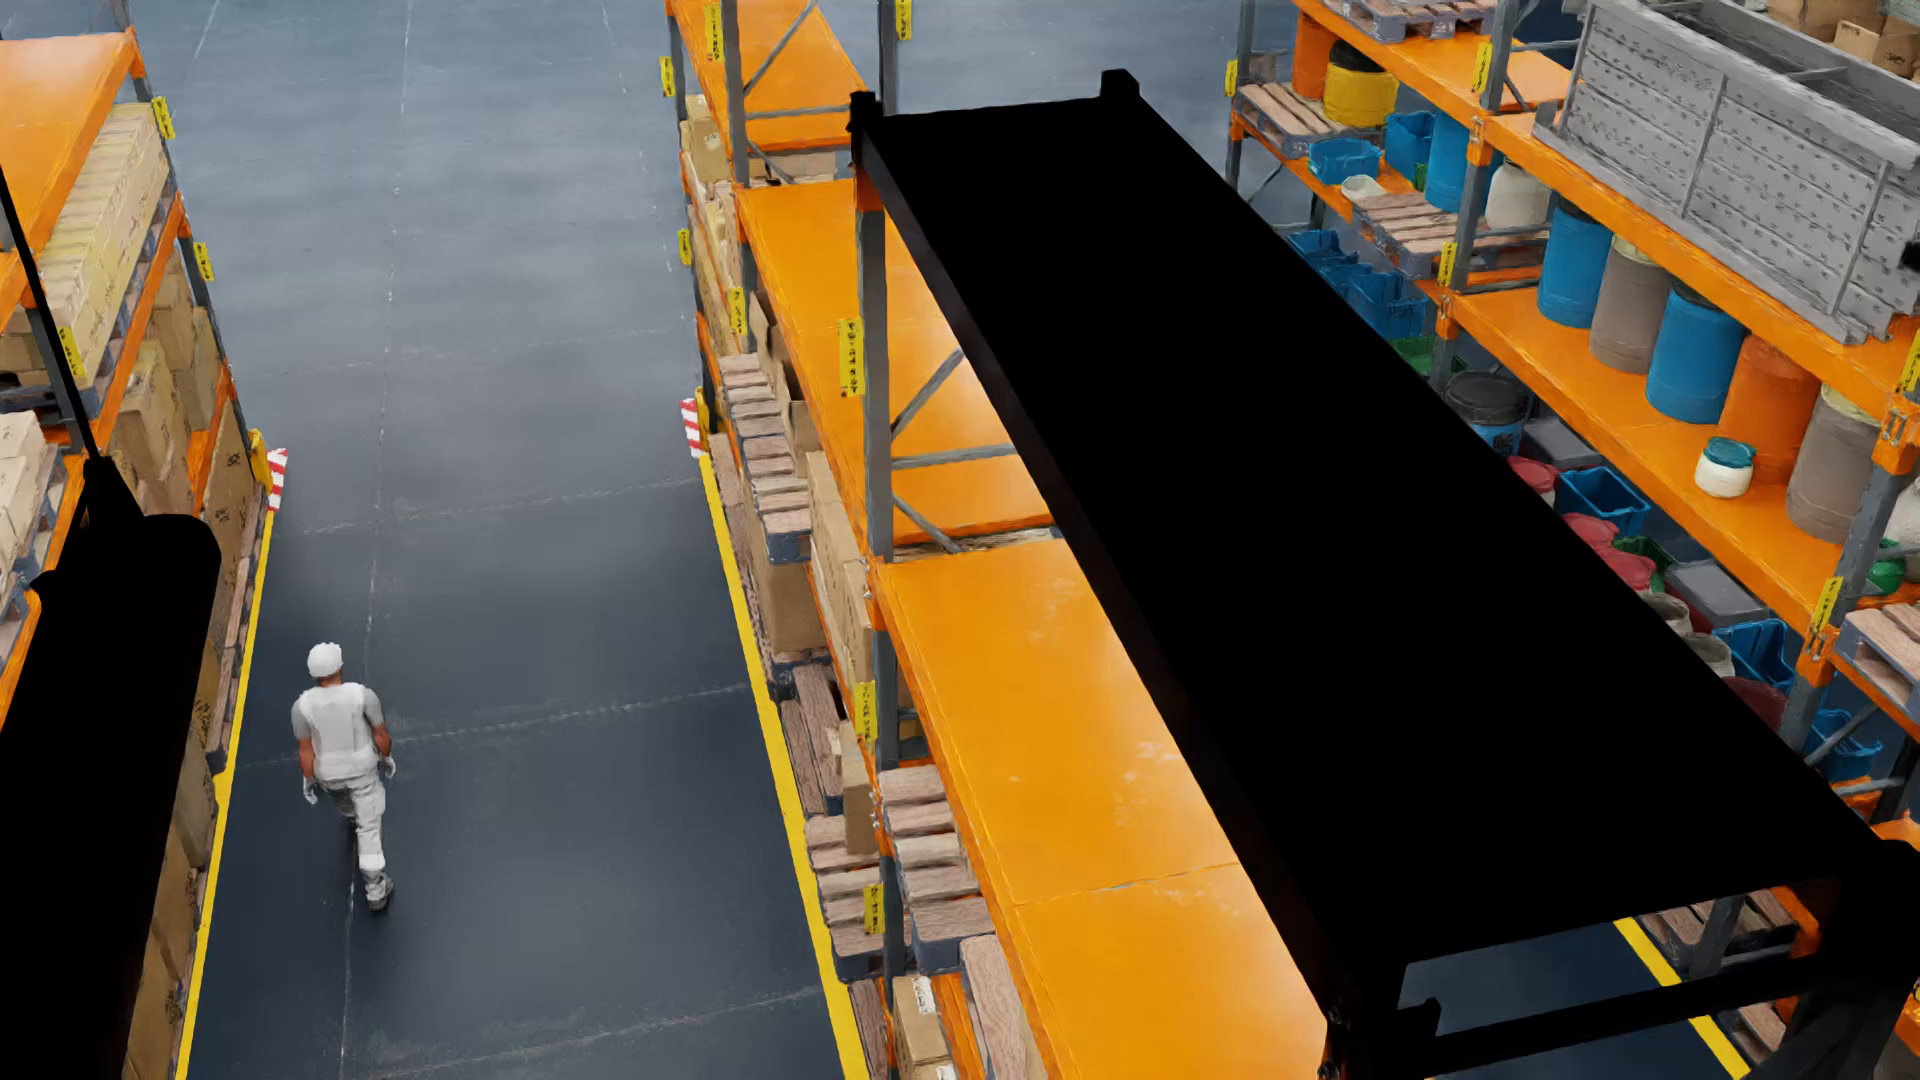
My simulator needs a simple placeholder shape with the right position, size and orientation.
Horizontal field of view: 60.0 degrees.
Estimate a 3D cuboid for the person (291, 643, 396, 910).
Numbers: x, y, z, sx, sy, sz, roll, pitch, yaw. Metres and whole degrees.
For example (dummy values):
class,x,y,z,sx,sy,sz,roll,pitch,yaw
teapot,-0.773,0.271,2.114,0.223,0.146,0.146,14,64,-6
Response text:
class,x,y,z,sx,sy,sz,roll,pitch,yaw
person,-3.873,1.376,10.548,0.553,1.709,1.123,-7,35,-10
